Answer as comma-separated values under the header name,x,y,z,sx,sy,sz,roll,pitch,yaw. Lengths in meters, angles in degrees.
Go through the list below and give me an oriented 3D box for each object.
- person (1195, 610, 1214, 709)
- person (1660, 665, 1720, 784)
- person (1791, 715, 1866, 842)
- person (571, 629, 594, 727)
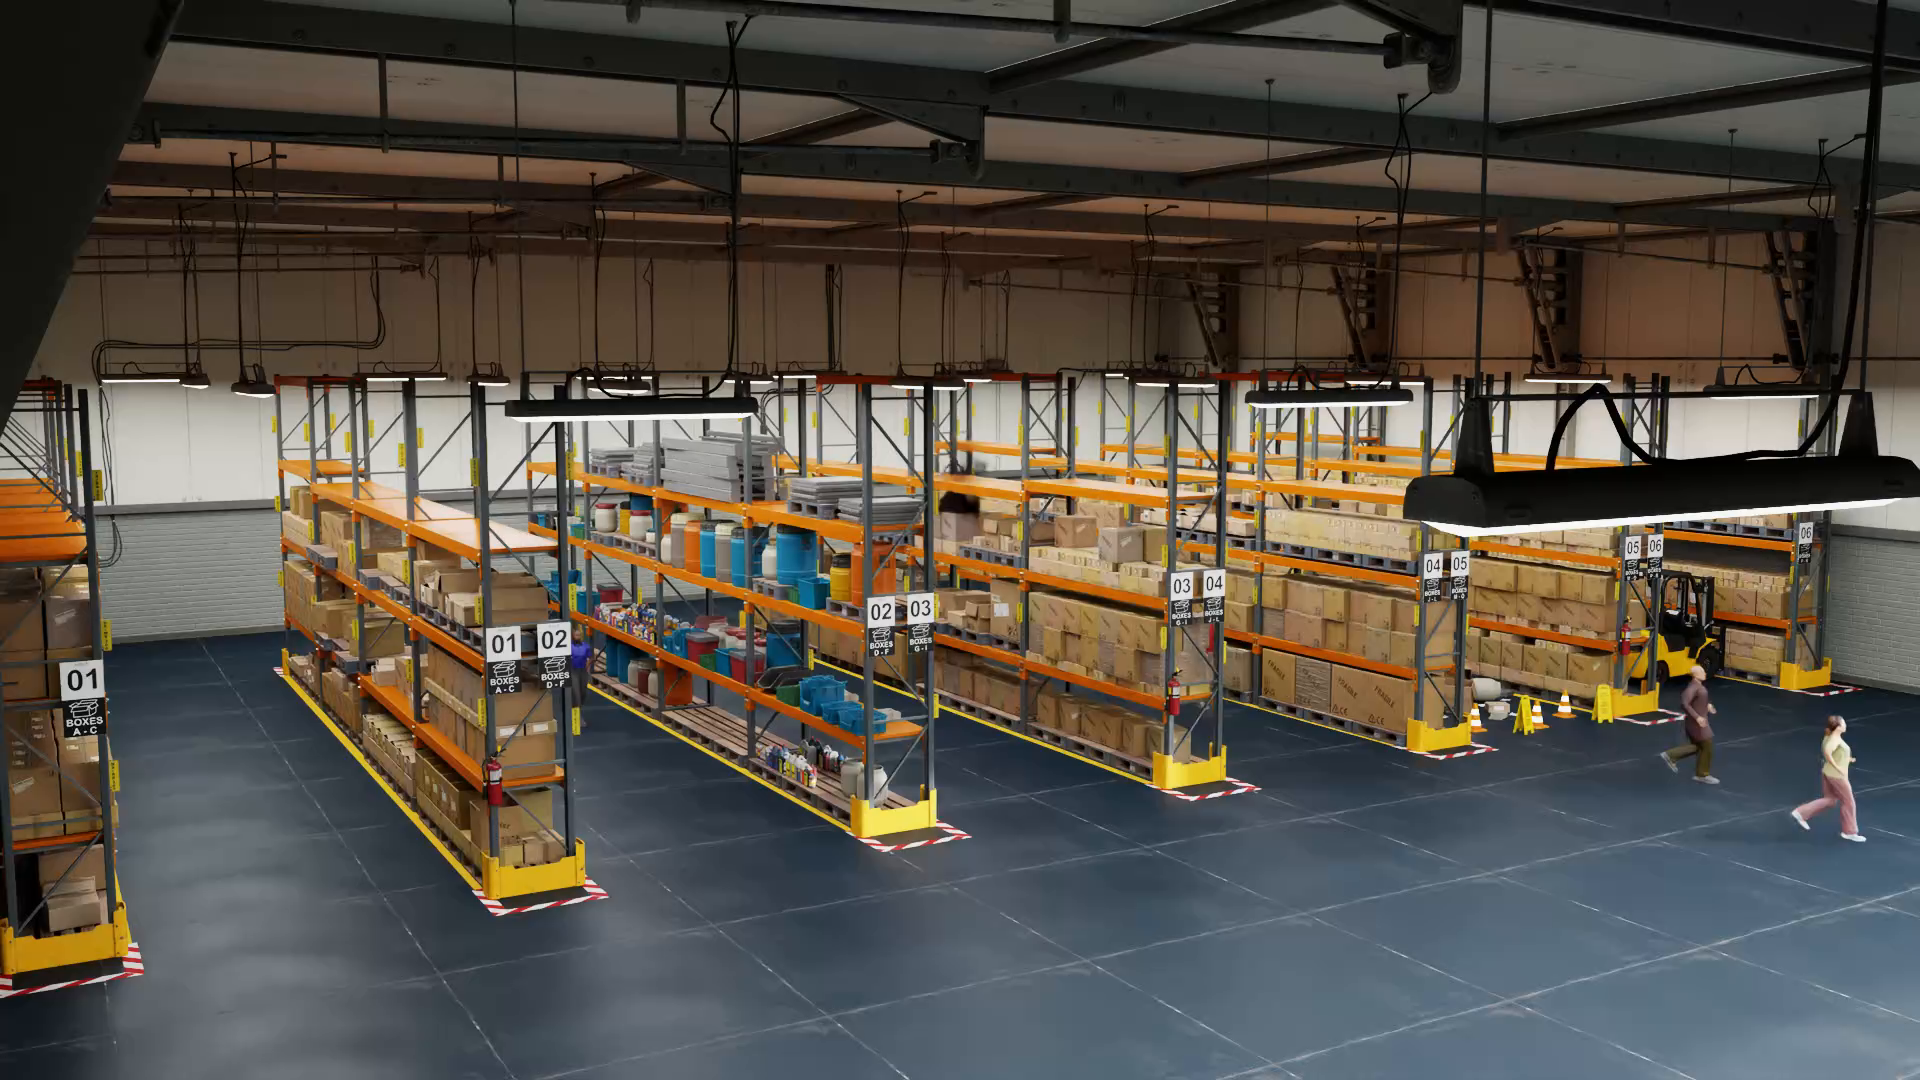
name,x,y,z,sx,sy,sz,roll,pitch,yaw
person,4.231,2.069,28.757,0.666,1.717,0.504,-5,8,-38
person,10.967,2.745,24.902,0.830,1.773,0.704,2,7,22
person,11.474,3.121,21.833,0.874,1.675,0.579,1,6,7
person,-6.617,2.354,28.803,0.591,1.657,0.816,-4,7,-31
